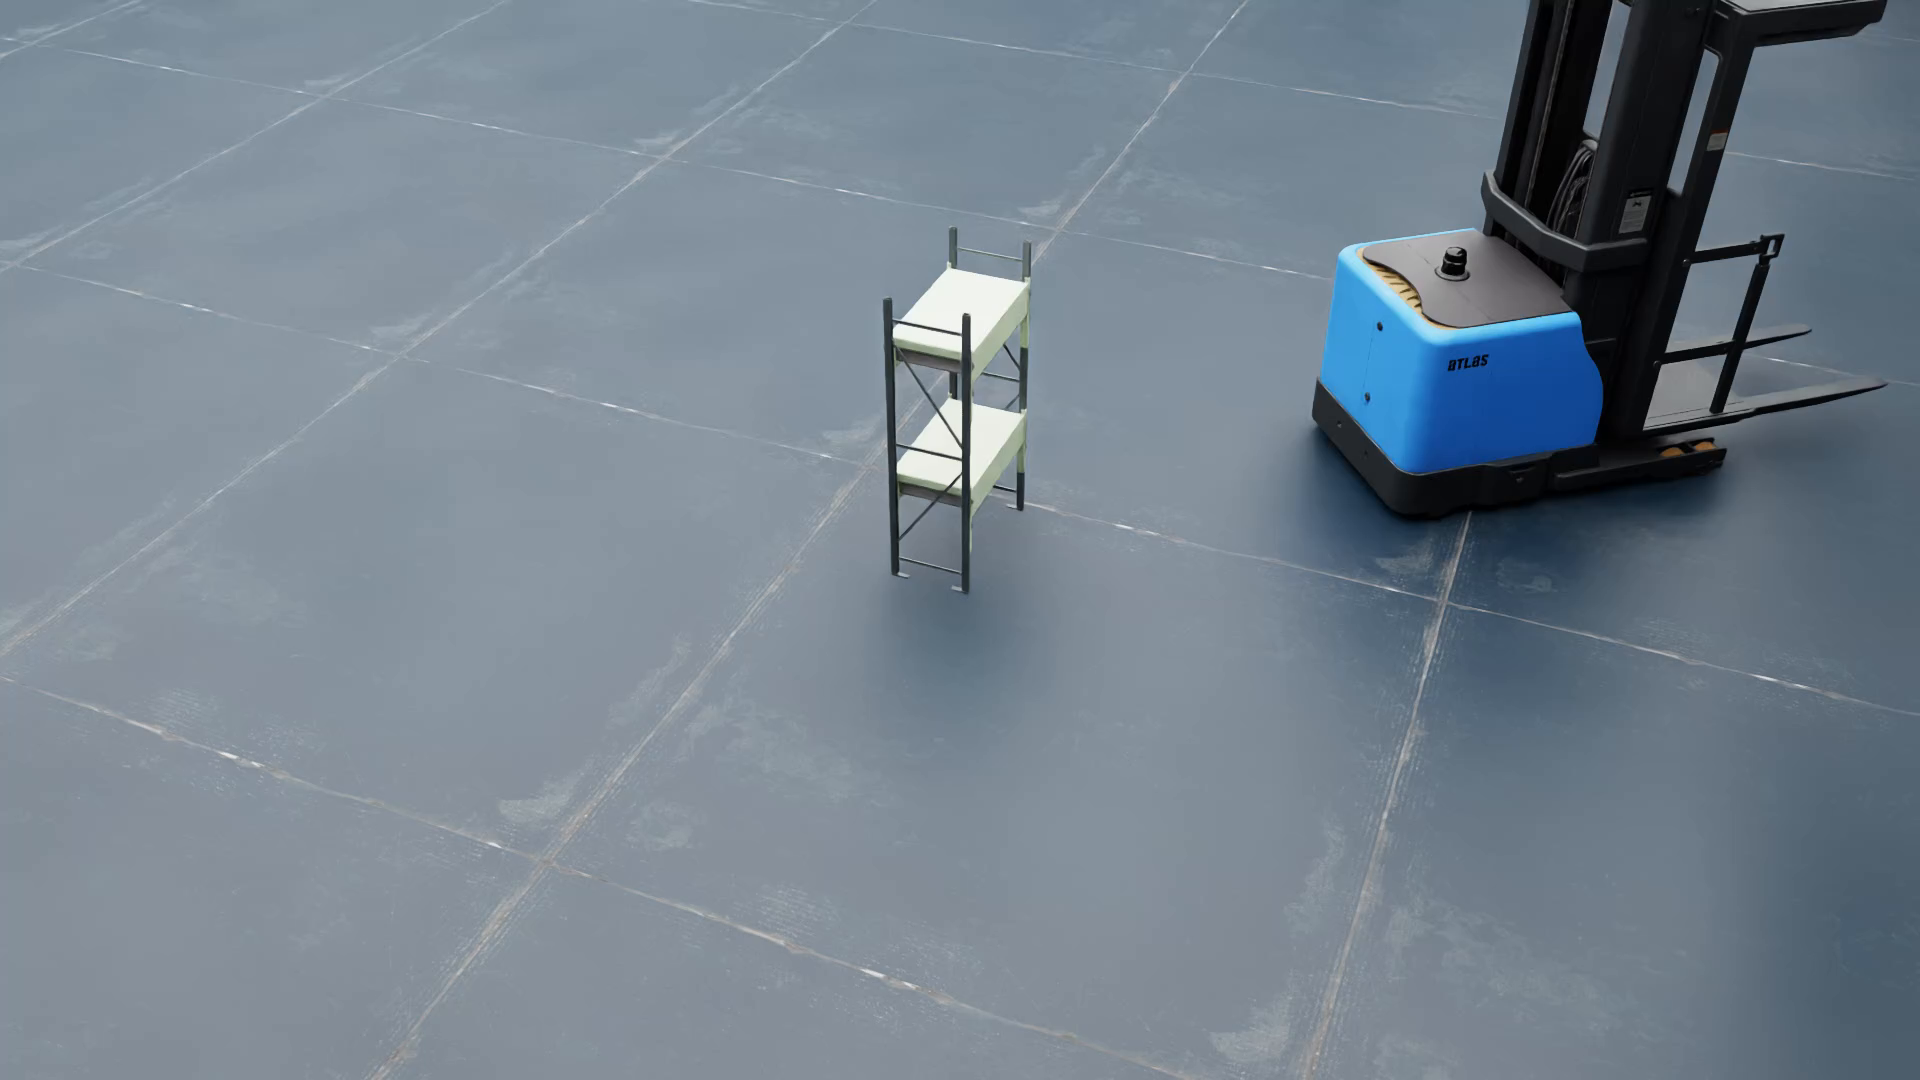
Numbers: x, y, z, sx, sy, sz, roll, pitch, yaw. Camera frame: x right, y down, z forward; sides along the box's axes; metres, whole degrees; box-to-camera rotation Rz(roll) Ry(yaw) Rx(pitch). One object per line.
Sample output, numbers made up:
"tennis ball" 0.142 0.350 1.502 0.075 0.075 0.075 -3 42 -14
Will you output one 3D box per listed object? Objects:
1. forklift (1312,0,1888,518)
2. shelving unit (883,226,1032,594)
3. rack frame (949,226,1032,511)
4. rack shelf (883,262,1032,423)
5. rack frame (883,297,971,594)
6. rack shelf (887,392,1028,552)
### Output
"forklift" 3.485 -1.783 8.187 3.031 2.935 1.130 -10 38 -13
"shelving unit" -0.003 -0.597 7.796 0.431 1.500 0.755 14 39 18
"rack frame" 0.137 -0.800 8.067 0.400 1.500 0.023 14 39 18
"rack shelf" -0.003 -0.910 7.562 0.431 0.370 0.720 14 39 18
"rack frame" -0.142 -0.394 7.525 0.400 1.500 0.023 14 39 18
"rack shelf" -0.003 -0.336 7.991 0.431 0.370 0.720 14 39 18
